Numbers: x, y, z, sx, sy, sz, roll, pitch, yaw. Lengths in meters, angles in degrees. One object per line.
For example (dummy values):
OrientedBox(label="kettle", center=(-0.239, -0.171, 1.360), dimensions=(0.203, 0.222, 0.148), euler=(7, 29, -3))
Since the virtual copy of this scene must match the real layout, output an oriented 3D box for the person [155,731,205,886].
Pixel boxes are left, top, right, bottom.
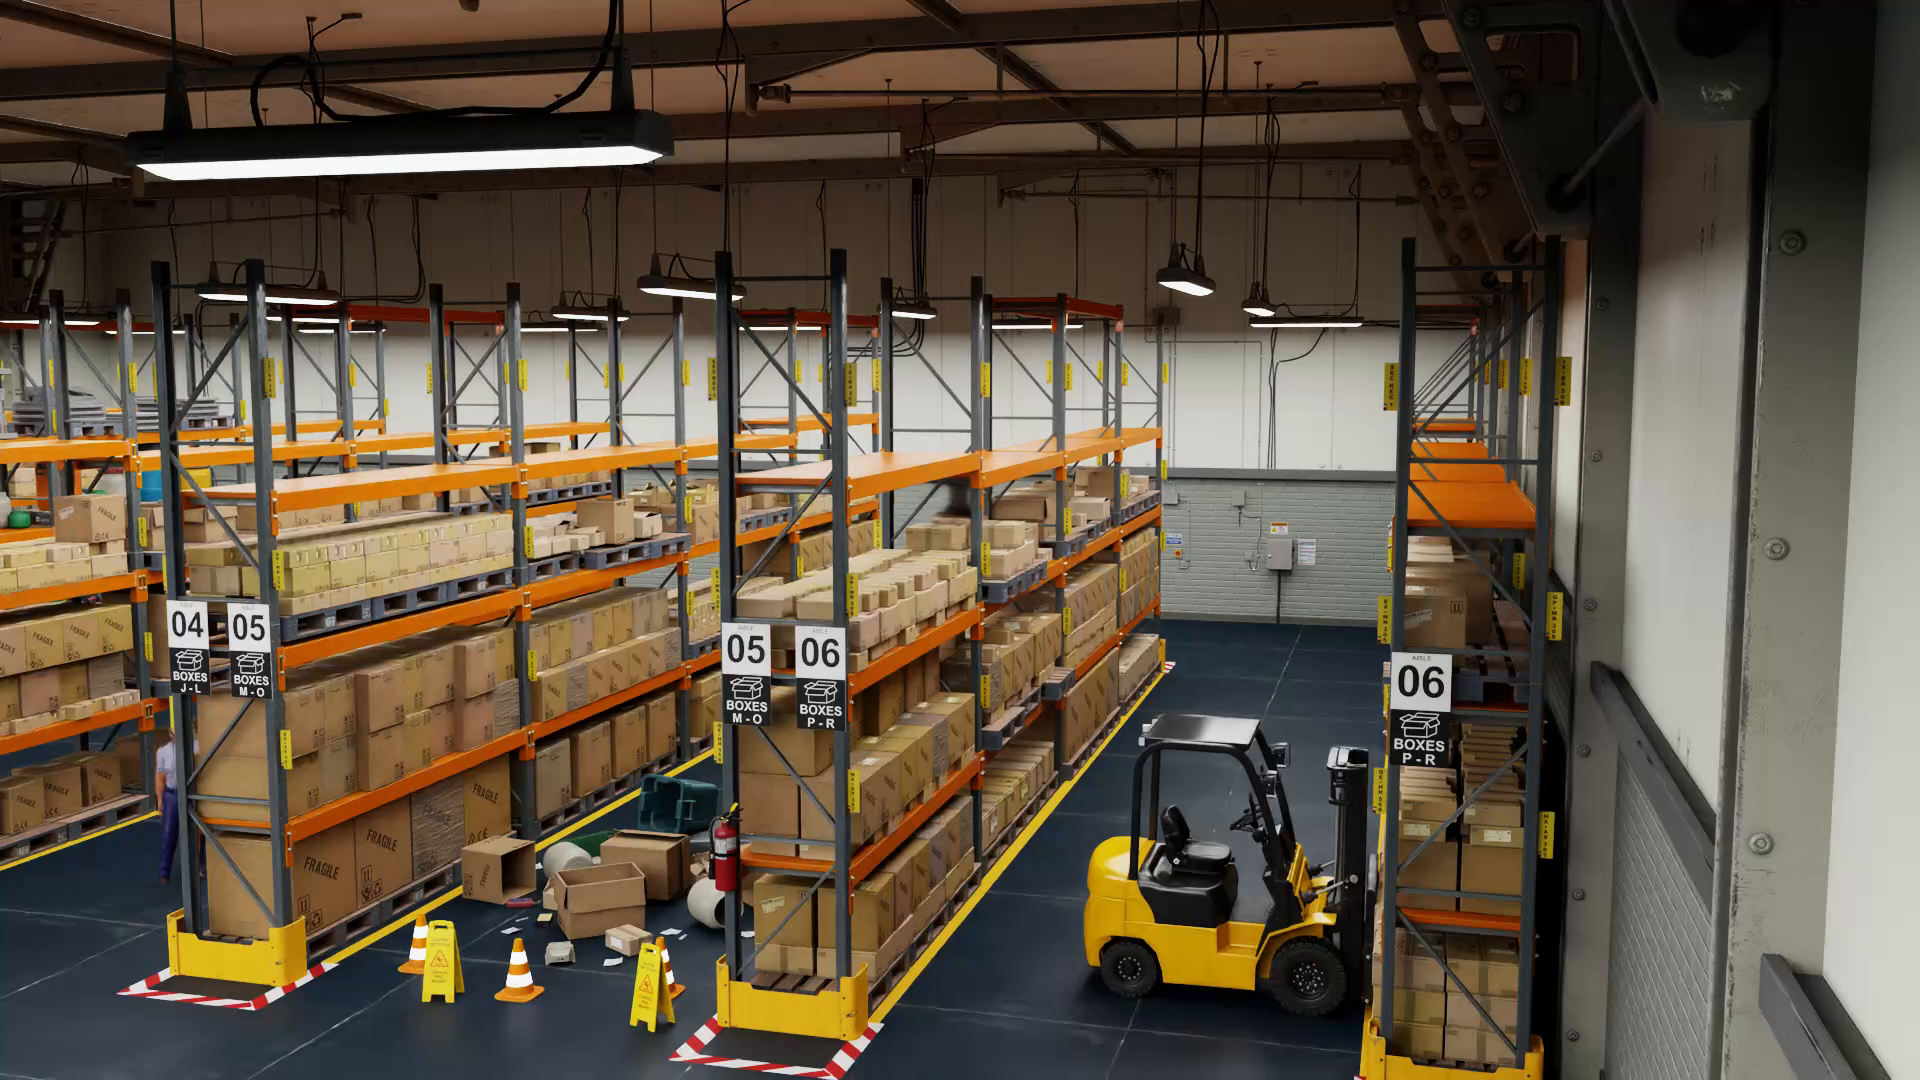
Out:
OrientedBox(label="person", center=(-7.800, 2.634, 16.667), dimensions=(0.559, 1.711, 0.365), euler=(-4, 7, -35))
